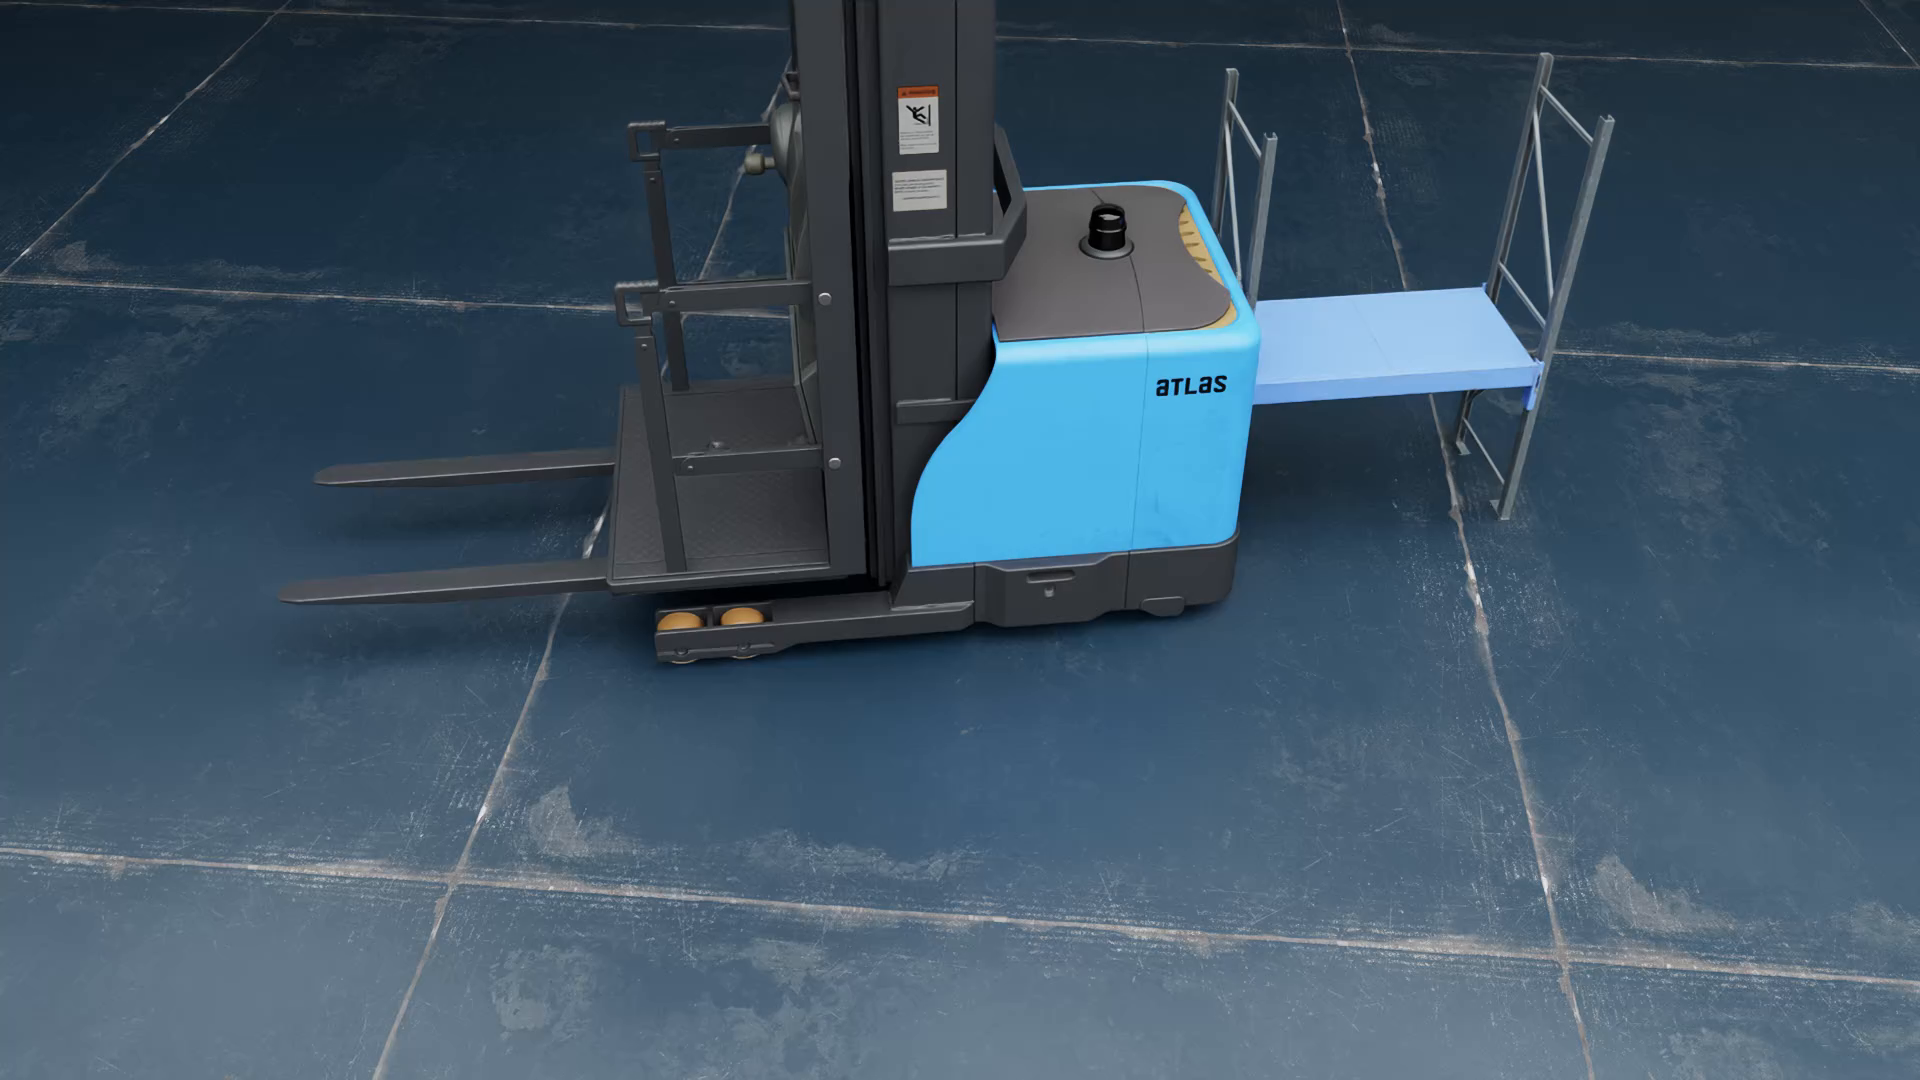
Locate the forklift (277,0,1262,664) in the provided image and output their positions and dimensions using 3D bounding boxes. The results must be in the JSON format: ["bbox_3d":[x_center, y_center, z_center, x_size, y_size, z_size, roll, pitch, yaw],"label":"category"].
[{"bbox_3d":[-0.659,-1.099,4.778,3.031,2.935,1.130,-4,39,-5],"label":"forklift"}]

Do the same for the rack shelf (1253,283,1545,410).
[{"bbox_3d":[1.377,-0.629,5.620,1.000,0.185,0.538,-4,39,-5],"label":"rack shelf"}]

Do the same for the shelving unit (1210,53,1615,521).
[{"bbox_3d":[1.377,-0.769,5.506,1.048,1.500,0.538,-4,39,-5],"label":"shelving unit"}]

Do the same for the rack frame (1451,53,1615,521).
[{"bbox_3d":[1.882,-0.806,5.553,0.032,1.500,0.500,-4,39,-5],"label":"rack frame"}]

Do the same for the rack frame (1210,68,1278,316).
[{"bbox_3d":[0.872,-0.731,5.460,0.032,1.500,0.500,-4,39,-5],"label":"rack frame"}]
